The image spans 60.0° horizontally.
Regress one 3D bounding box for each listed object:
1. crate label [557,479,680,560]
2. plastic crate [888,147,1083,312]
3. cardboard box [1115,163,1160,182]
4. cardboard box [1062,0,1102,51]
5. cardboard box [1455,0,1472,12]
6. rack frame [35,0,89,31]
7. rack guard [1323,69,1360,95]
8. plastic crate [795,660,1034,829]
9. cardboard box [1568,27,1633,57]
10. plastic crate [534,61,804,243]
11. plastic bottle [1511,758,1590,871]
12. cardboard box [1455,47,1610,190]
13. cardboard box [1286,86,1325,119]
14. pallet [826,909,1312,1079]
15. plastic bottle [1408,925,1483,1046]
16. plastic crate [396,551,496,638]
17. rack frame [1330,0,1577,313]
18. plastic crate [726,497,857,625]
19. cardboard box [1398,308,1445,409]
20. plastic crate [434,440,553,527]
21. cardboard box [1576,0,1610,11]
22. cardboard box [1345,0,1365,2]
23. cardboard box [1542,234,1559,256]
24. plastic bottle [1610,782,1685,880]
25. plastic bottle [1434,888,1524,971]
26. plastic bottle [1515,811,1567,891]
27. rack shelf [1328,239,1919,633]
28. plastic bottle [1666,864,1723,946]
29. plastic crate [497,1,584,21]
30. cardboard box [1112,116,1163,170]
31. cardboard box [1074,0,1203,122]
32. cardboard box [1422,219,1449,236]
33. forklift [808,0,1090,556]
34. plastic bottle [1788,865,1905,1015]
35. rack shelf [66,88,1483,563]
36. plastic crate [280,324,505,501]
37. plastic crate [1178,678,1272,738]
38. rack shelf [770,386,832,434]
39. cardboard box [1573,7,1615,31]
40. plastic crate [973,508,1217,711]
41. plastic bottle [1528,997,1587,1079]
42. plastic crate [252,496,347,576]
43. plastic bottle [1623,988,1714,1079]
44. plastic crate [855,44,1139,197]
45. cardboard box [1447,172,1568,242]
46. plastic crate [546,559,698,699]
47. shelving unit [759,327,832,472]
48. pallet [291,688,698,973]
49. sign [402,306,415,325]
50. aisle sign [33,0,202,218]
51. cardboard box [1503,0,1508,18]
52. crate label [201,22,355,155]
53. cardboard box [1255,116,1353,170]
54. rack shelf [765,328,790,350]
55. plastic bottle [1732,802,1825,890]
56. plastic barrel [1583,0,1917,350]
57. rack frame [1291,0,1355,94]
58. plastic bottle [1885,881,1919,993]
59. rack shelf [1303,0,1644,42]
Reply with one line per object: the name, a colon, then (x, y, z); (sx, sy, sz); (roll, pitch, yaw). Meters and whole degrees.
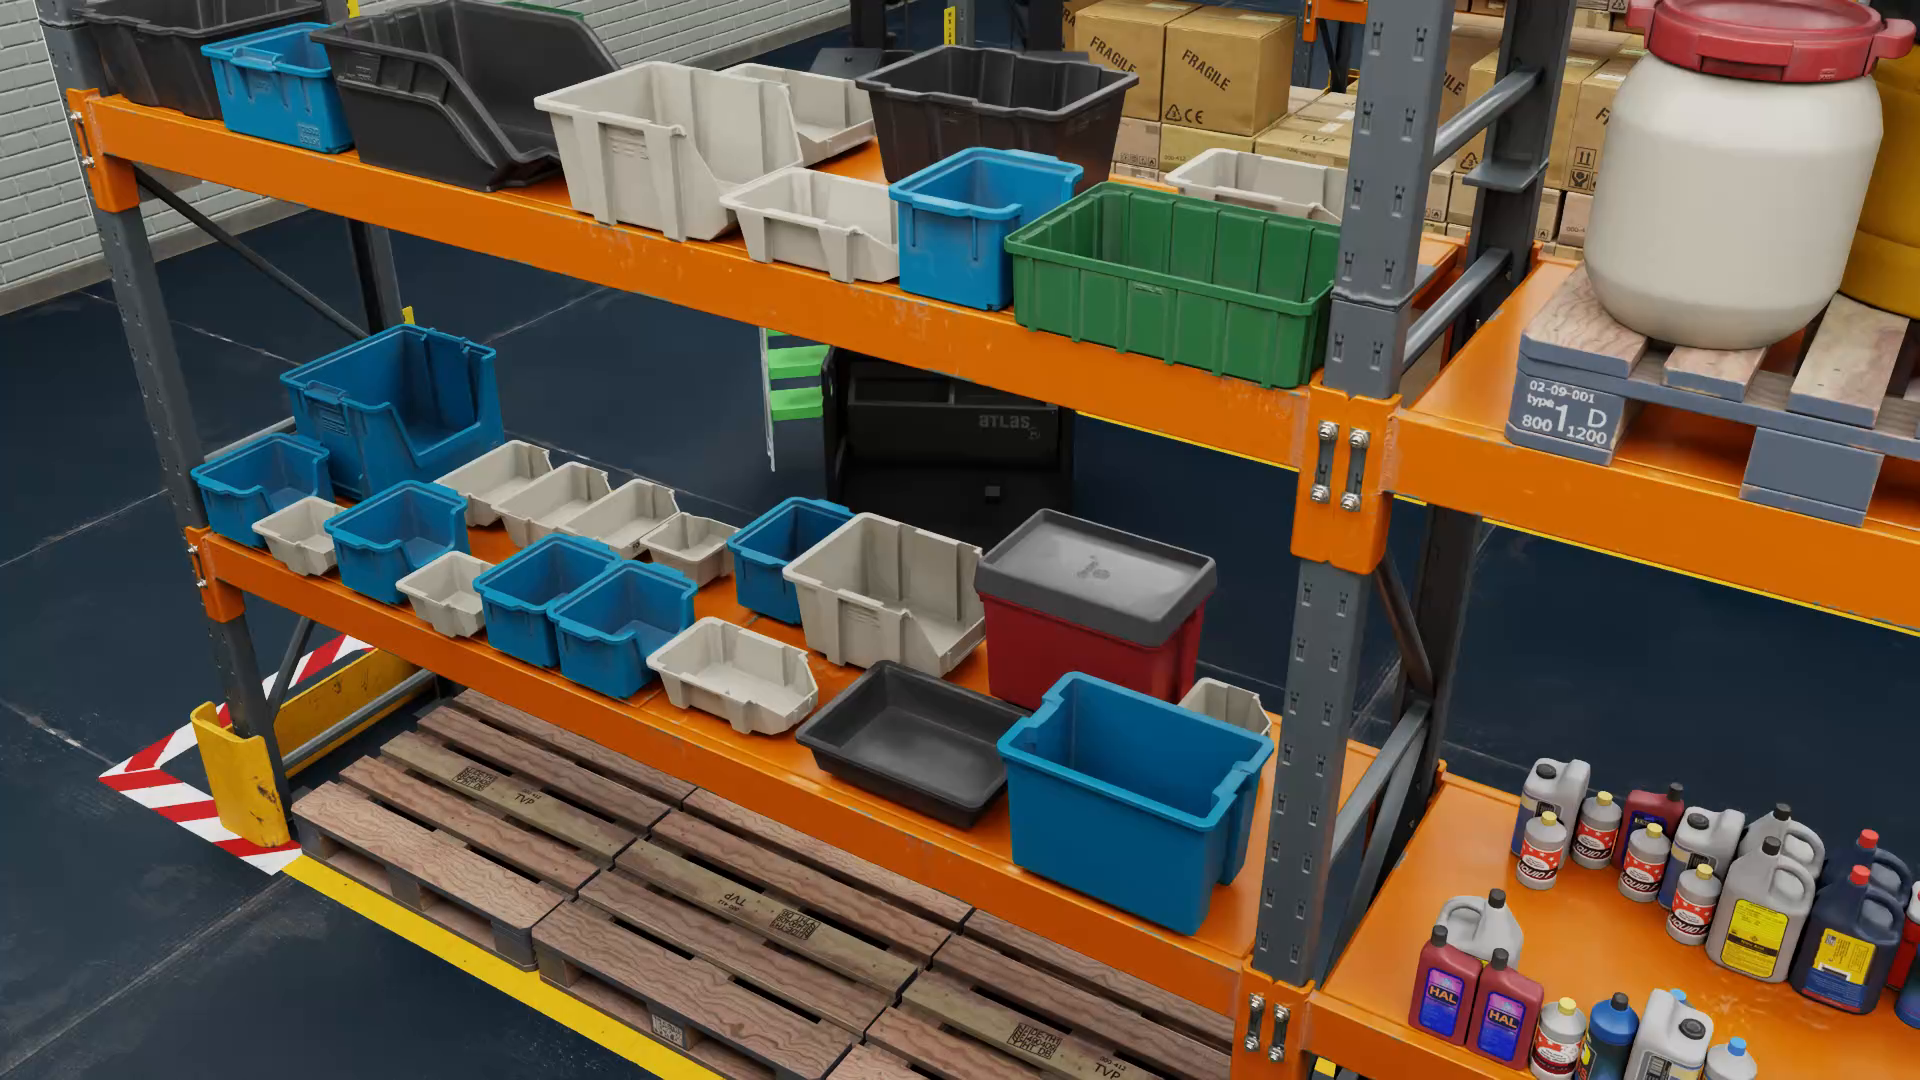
crate label: (-1.114, -0.039, 5.542); (0.243, 0.136, 0.396); (18, 35, 27)
plastic crate: (0.059, -0.675, 3.620); (0.300, 0.233, 0.416); (18, 35, 27)
cardboard box: (1.027, -1.979, 8.916); (0.250, 0.149, 0.380); (17, 34, 27)
cardboard box: (0.797, -2.899, 9.352); (0.500, 0.500, 0.500); (18, 35, 28)
cardboard box: (3.797, -4.128, 12.599); (0.250, 0.149, 0.380); (19, 35, 30)
rack frame: (-2.388, -3.007, 4.474); (0.127, 3.000, 1.000); (18, 35, 27)
rack guard: (3.032, -3.520, 13.787); (0.348, 0.500, 1.175); (18, 35, 27)
plastic crate: (-0.091, 0.563, 4.521); (0.590, 0.125, 0.437); (18, 35, 27)
cardboard box: (2.950, -2.219, 8.186); (0.500, 0.500, 0.500); (18, 35, 27)
plastic crate: (-0.675, -0.935, 4.017); (0.530, 0.282, 0.437); (18, 35, 27)
plastic bottle: (1.506, 0.677, 4.236); (0.135, 0.276, 0.152); (18, 35, 27)
cardboard box: (2.679, -1.991, 7.795); (0.500, 0.500, 0.500); (18, 35, 28)
cardboard box: (1.657, -2.305, 9.077); (0.500, 0.250, 0.500); (16, 34, 26)
pallet: (0.356, 1.680, 5.161); (1.213, 0.211, 1.003); (18, 35, 27)
plastic bottle: (1.084, 0.986, 3.698); (0.133, 0.283, 0.061); (18, 35, 27)
plastic crate: (-1.552, 0.182, 5.164); (0.298, 0.136, 0.250); (18, 35, 27)
rack frame: (1.000, -1.936, 2.638); (0.127, 3.000, 1.000); (18, 35, 27)
plastic crate: (-0.512, 0.071, 5.258); (0.300, 0.233, 0.416); (18, 35, 27)
cardboard box: (2.354, -1.174, 8.977); (0.875, 0.875, 0.875); (18, 35, 27)
plastic crate: (-1.601, -0.187, 5.796); (0.243, 0.136, 0.396); (18, 35, 27)
cardboard box: (4.511, -4.150, 11.993); (0.500, 0.500, 0.500); (17, 34, 26)
cardboard box: (3.068, -4.284, 12.867); (0.250, 0.149, 0.380); (17, 34, 27)
cardboard box: (2.765, -1.429, 7.973); (0.250, 0.149, 0.380); (17, 34, 27)
plastic bottle: (1.726, 0.716, 4.161); (0.133, 0.283, 0.061); (18, 35, 27)
plastic bottle: (1.160, 0.920, 3.745); (0.185, 0.351, 0.144); (18, 35, 27)
plastic bottle: (1.455, 0.767, 4.155); (0.097, 0.201, 0.097); (0, 30, 0)
rack shelf: (2.694, 0.207, 2.656); (4.000, 0.370, 1.077); (18, 35, 27)
plastic bottle: (1.764, 0.865, 3.987); (0.097, 0.201, 0.097); (0, 30, 0)
plastic crate: (-1.401, -1.478, 5.040); (0.336, 0.188, 0.450); (18, 35, 27)
cardboard box: (0.952, -2.213, 8.921); (0.500, 0.250, 0.500); (17, 34, 27)
cardboard box: (0.932, -2.540, 8.736); (0.500, 0.500, 0.500); (17, 34, 26)
cardboard box: (2.329, -1.567, 8.209); (0.250, 0.149, 0.380); (18, 35, 28)
forklift: (-0.039, -0.935, 6.945); (1.130, 2.935, 3.031); (2, 30, 3)
plastic bottle: (2.032, 0.895, 3.789); (0.185, 0.351, 0.144); (18, 35, 27)
rack shelf: (-0.694, -0.865, 4.493); (4.000, 0.370, 1.077); (18, 35, 27)
plastic crate: (-2.005, -0.447, 5.945); (0.499, 0.435, 0.616); (18, 35, 27)
plastic crate: (0.682, 0.558, 4.519); (0.243, 0.136, 0.396); (18, 35, 27)
rack shelf: (-0.781, -0.706, 8.873); (0.480, 0.148, 0.258); (-6, 31, -10)
cardboard box: (4.627, -3.804, 12.044); (0.250, 0.149, 0.380); (18, 35, 28)
plastic crate: (0.377, 0.256, 4.712); (0.583, 0.464, 0.402); (18, 35, 27)
plastic bottle: (1.304, 1.081, 3.618); (0.097, 0.201, 0.097); (0, 30, 0)
plastic crate: (-2.126, 0.000, 5.475); (0.298, 0.136, 0.250); (18, 35, 27)
plastic bottle: (1.499, 1.094, 3.521); (0.135, 0.276, 0.152); (18, 35, 27)
plastic crate: (0.094, -1.033, 4.197); (0.590, 0.269, 0.497); (18, 35, 27)
cardboard box: (2.680, -1.666, 7.982); (0.500, 0.250, 0.500); (19, 35, 29)
plastic crate: (-0.985, 0.270, 4.917); (0.300, 0.233, 0.416); (18, 35, 27)
shelving unit: (-0.781, -0.968, 8.719); (0.503, 1.200, 0.258); (-6, 31, -10)
pallet: (-1.710, 1.026, 6.282); (1.213, 0.211, 1.003); (18, 35, 27)
sign: (-2.109, -0.726, 6.355); (0.005, 0.325, 0.100); (18, 35, 27)
aisle sign: (-2.607, -1.431, 5.147); (0.004, 0.787, 0.394); (18, 35, 27)
cardboard box: (4.208, -3.967, 12.322); (0.250, 0.149, 0.380); (17, 34, 26)
crate label: (-1.778, -1.262, 4.608); (0.502, 0.251, 0.408); (18, 35, 27)
cardboard box: (1.820, -1.940, 8.452); (0.500, 0.250, 0.500); (17, 34, 26)
rack shelf: (-0.781, -1.121, 8.631); (0.480, 0.148, 0.258); (-6, 31, -10)
plastic bottle: (1.952, 0.784, 3.979); (0.185, 0.351, 0.144); (18, 35, 27)
plastic barrel: (1.312, -0.632, 2.828); (0.433, 0.535, 0.433); (0, 30, 0)
rack frame: (2.968, -4.620, 13.192); (0.127, 3.000, 1.000); (18, 35, 27)
plastic bottle: (2.242, 0.910, 3.837); (0.135, 0.276, 0.152); (18, 35, 27)
rack shelf: (4.662, -3.773, 12.455); (4.000, 0.370, 1.077); (18, 35, 27)
